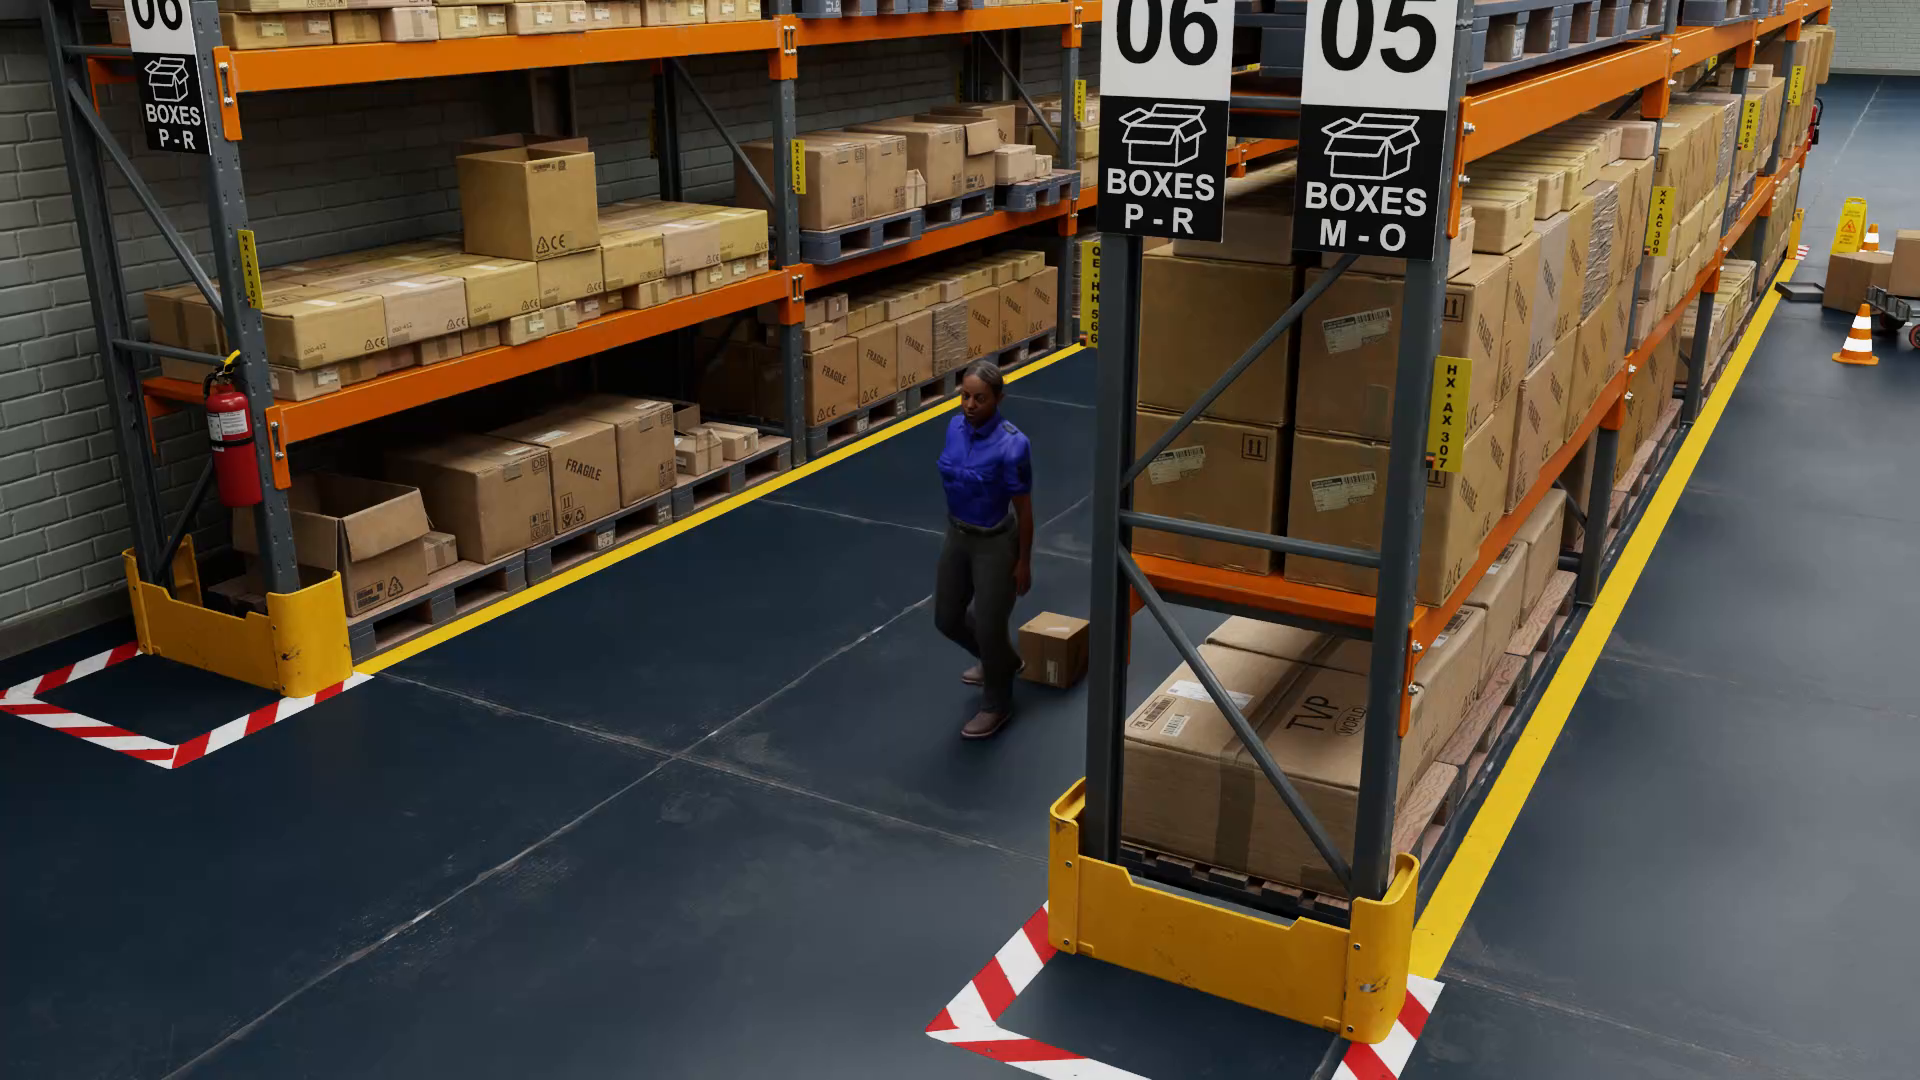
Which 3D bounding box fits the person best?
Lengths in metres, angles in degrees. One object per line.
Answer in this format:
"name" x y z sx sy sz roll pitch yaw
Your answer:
"person" 0.147 0.014 7.036 0.518 1.650 0.522 -18 26 -41
